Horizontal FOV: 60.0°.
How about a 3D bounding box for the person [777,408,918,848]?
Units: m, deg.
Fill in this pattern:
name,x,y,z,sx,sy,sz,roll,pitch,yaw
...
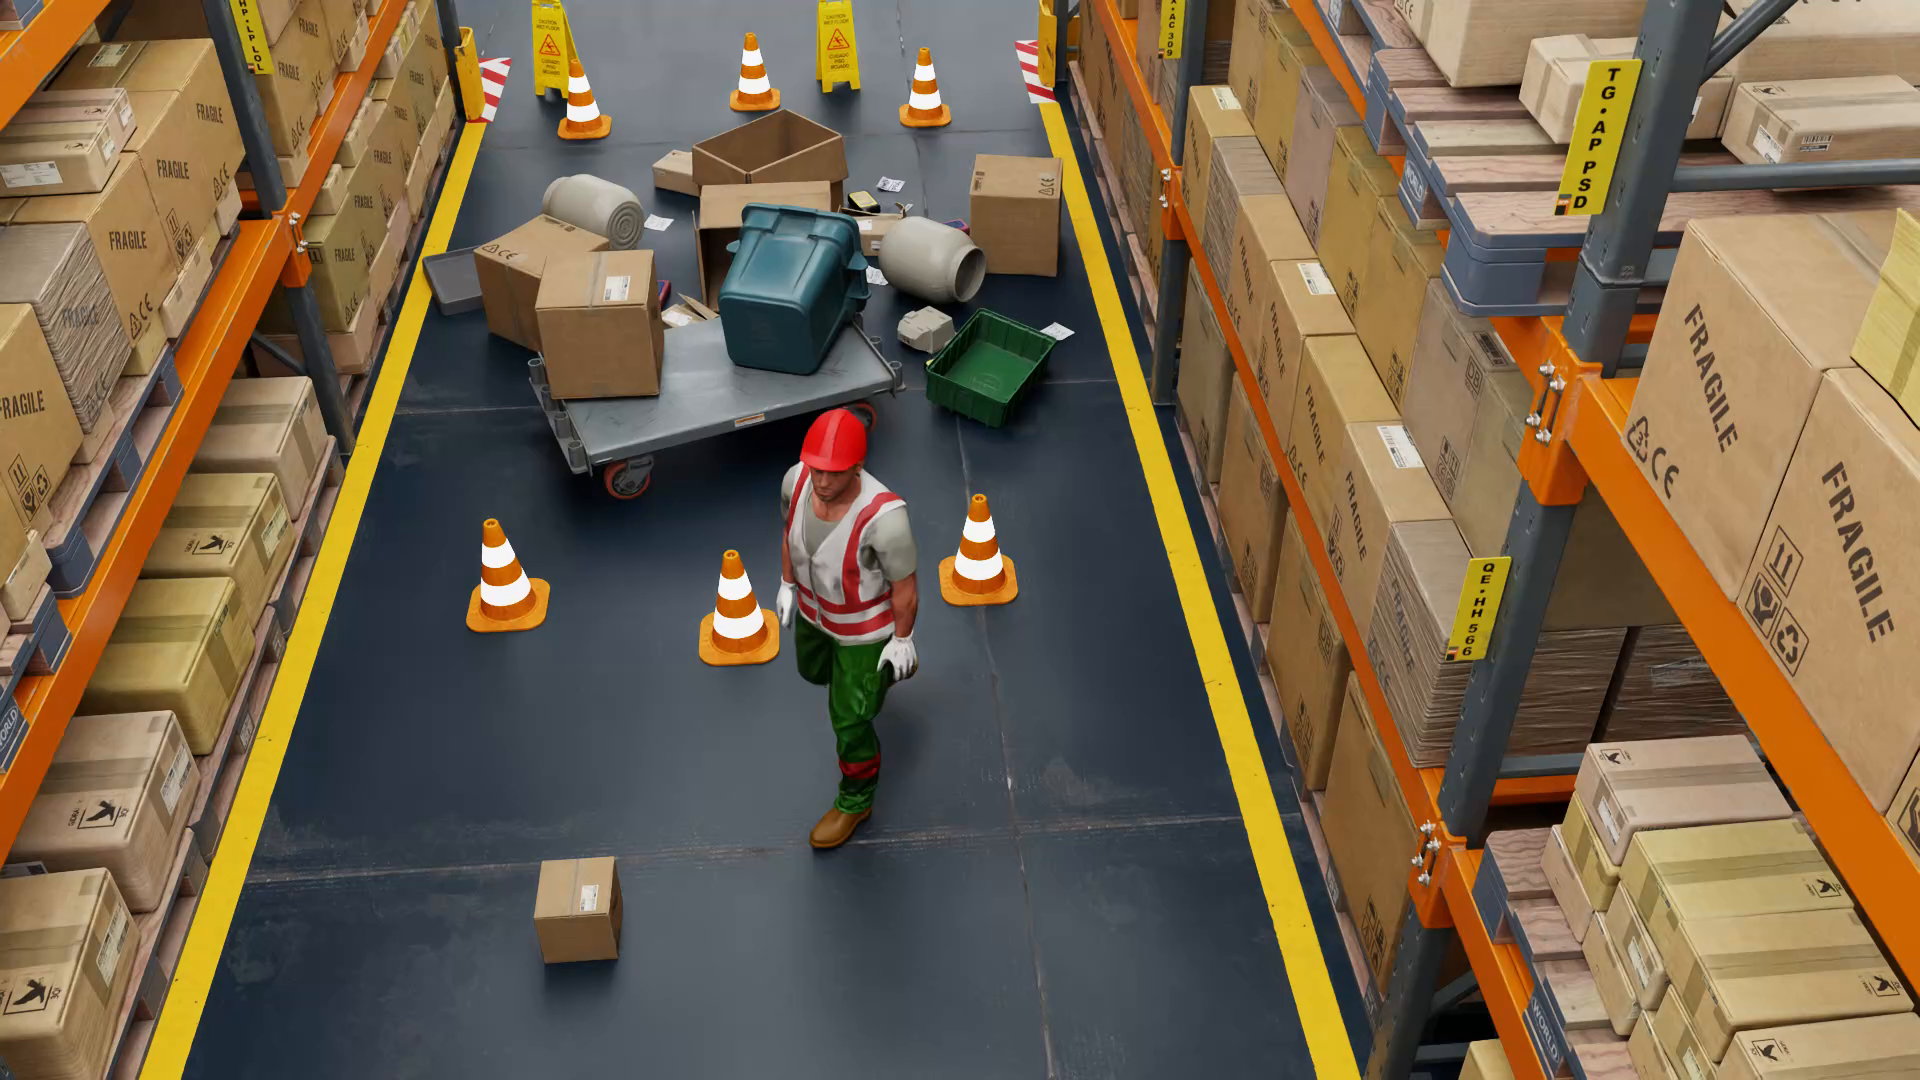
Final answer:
name,x,y,z,sx,sy,sz,roll,pitch,yaw
person,-0.363,0.213,5.861,0.617,1.776,0.803,30,48,32
